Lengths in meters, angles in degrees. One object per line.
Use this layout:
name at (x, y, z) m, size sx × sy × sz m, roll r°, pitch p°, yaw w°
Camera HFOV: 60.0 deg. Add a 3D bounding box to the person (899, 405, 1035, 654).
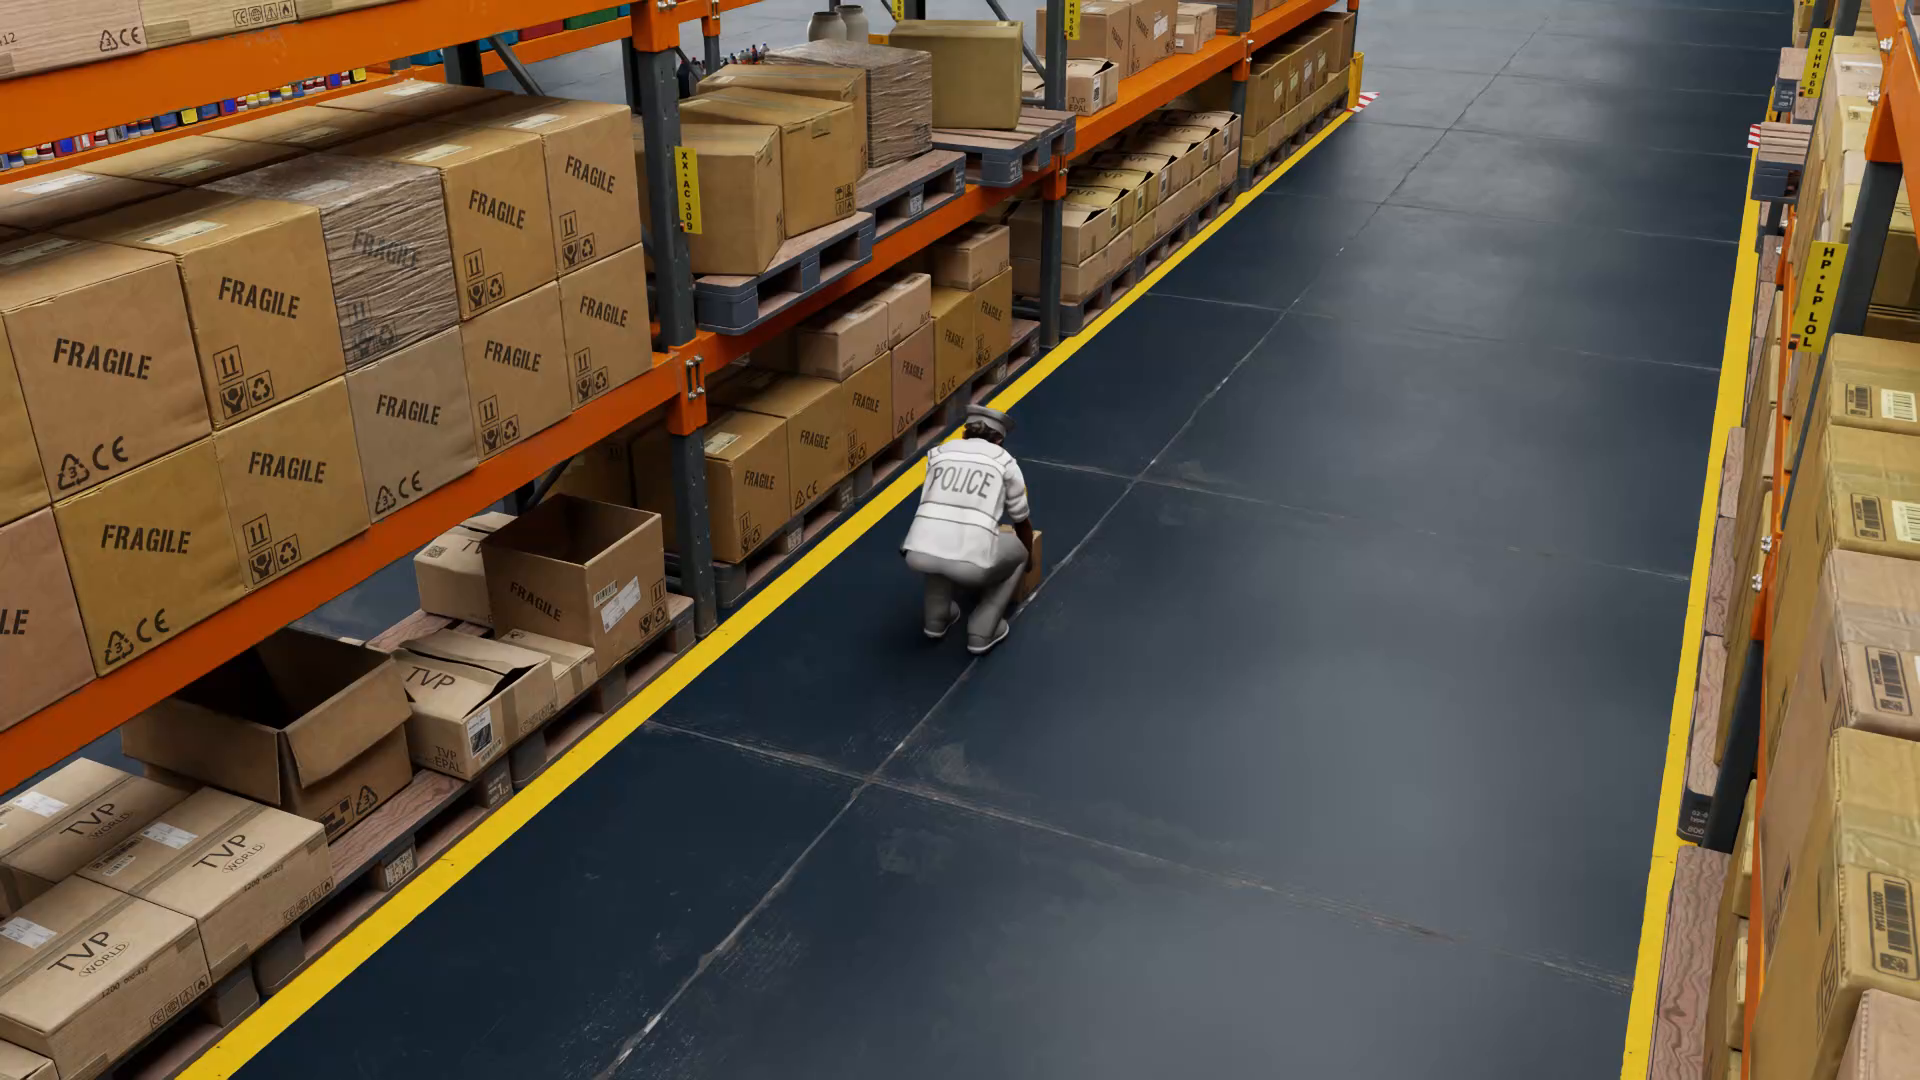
person at (0.043, -0.051, 7.073) m, size 0.476 × 0.913 × 0.864 m, roll 10°, pitch 28°, yaw 20°
